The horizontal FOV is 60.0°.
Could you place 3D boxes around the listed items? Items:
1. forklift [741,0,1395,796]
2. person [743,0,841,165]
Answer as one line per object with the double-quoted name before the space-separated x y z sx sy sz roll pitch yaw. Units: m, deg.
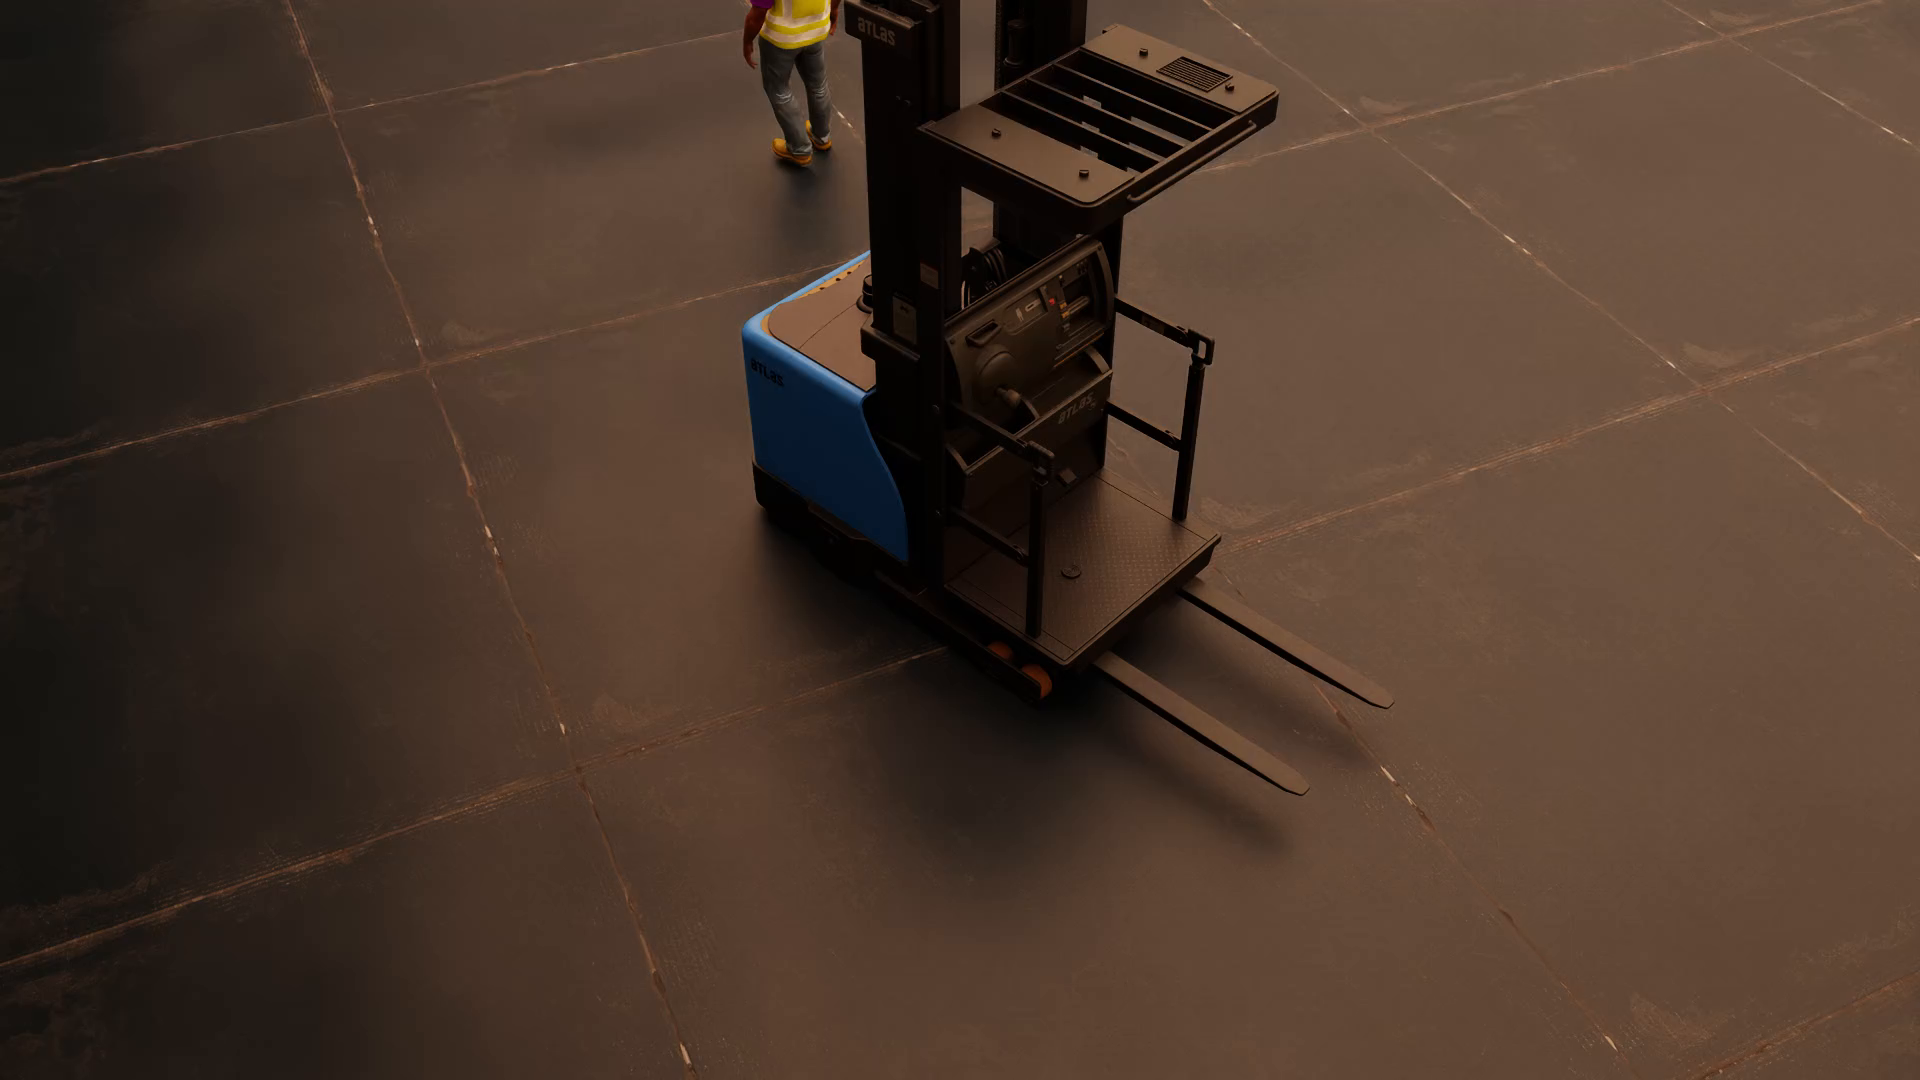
"forklift" 0.445 -0.788 6.525 3.031 2.935 1.130 32 52 30
"person" -1.006 -3.010 9.749 0.665 1.762 0.589 -28 50 -27
